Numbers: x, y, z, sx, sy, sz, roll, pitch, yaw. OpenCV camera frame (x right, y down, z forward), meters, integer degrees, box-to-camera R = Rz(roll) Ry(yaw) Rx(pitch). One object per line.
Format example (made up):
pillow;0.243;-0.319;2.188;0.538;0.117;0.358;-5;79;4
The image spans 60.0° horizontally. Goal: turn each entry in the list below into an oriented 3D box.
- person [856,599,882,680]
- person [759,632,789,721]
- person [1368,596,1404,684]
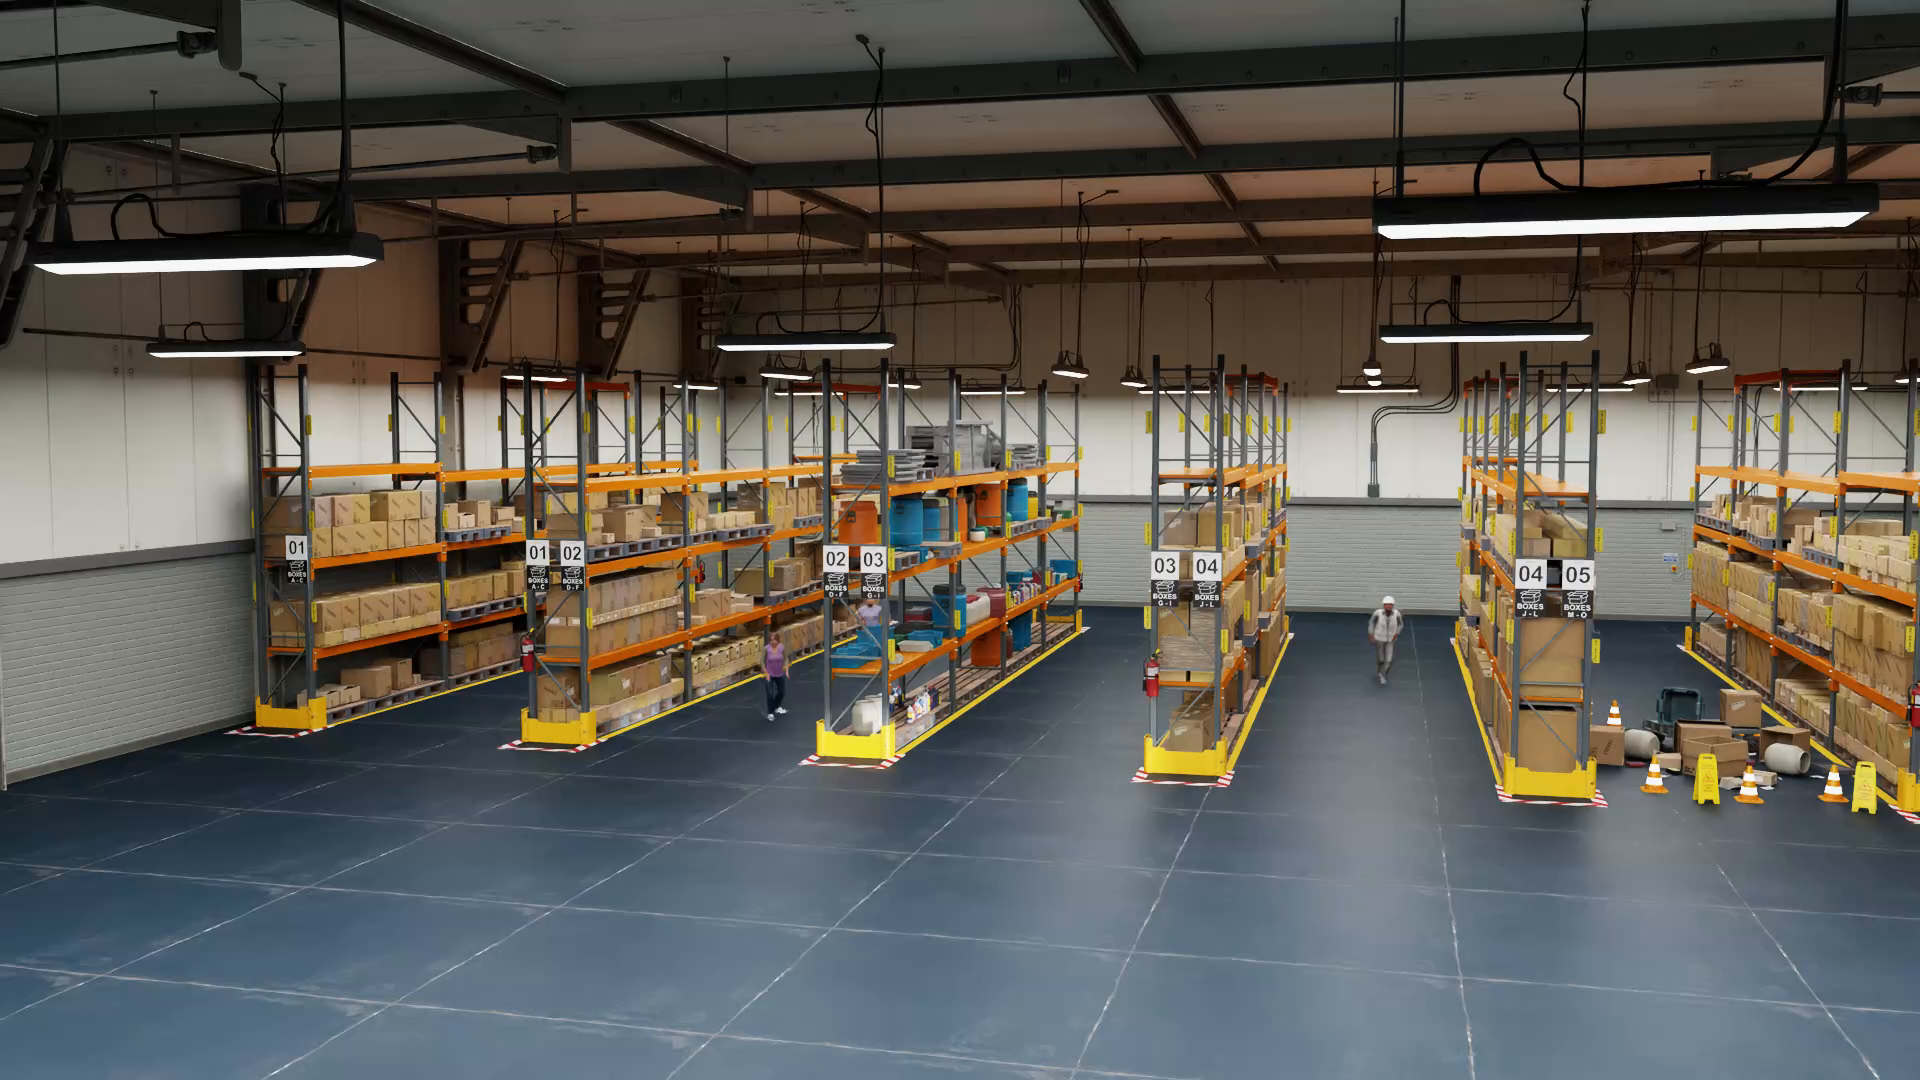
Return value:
person;-1.767;1.901;33.074;0.563;1.706;0.841;1;4;10
person;-3.167;2.301;28.279;0.541;1.539;0.705;-1;4;-20
person;8.276;1.928;32.305;0.640;1.711;0.681;0;4;1
